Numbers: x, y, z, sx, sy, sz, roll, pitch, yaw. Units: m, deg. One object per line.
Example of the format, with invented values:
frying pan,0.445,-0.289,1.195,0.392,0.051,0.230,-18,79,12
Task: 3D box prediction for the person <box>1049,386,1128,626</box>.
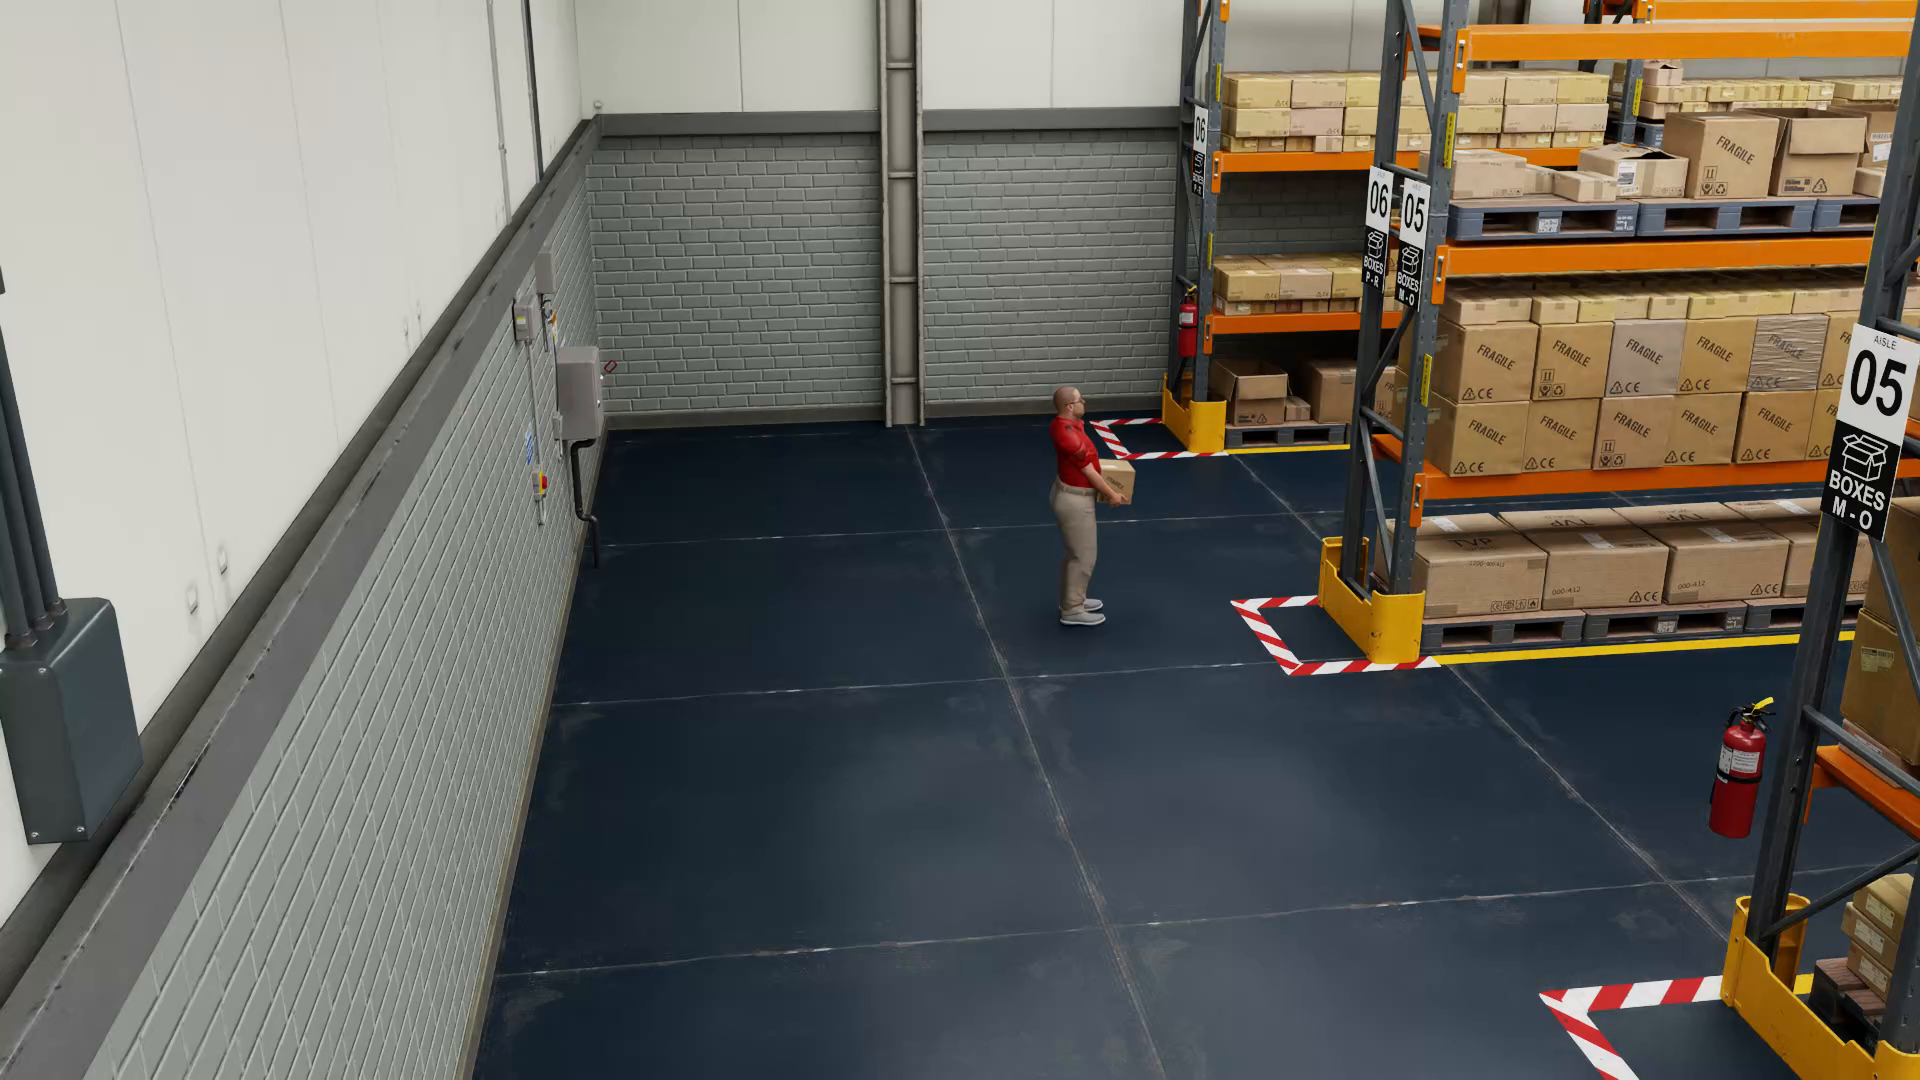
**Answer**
person,0.902,-0.263,11.841,0.529,1.713,0.494,-3,20,-8
